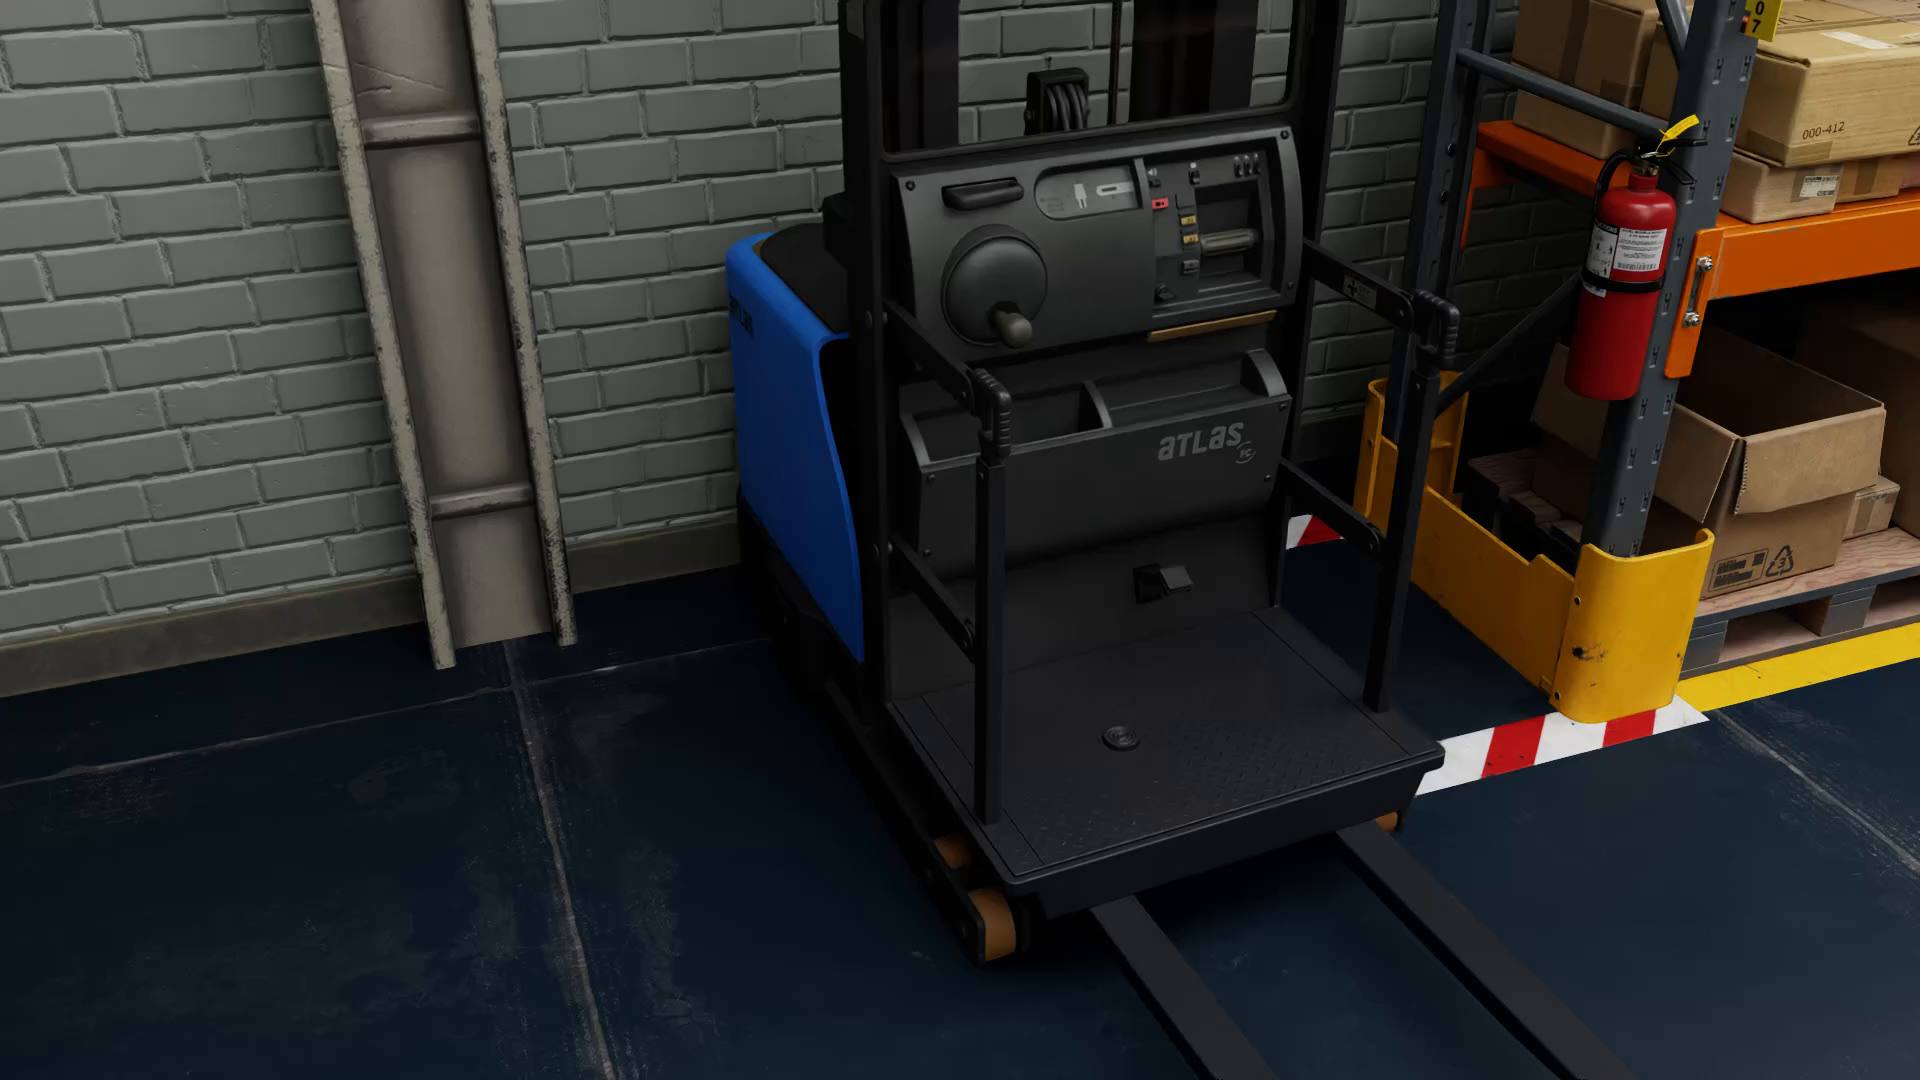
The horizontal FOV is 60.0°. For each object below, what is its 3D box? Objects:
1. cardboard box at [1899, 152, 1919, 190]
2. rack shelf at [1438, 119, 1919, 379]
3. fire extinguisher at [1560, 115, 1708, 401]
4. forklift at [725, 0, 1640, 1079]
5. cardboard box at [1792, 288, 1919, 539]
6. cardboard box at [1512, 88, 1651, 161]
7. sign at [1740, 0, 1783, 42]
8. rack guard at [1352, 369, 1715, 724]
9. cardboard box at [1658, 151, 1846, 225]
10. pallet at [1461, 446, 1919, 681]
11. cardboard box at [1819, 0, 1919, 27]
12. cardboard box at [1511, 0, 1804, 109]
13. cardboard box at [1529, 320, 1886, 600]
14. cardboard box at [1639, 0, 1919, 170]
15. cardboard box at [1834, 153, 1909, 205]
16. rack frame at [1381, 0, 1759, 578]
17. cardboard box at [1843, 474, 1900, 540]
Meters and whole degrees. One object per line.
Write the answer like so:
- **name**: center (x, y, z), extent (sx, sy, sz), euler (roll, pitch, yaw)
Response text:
- **cardboard box**: center (2.376, -1.042, 4.303), extent (0.250, 0.149, 0.380), euler (-11, 31, -18)
- **rack shelf**: center (3.390, -1.128, 4.926), extent (4.000, 0.370, 1.077), euler (-10, 31, -18)
- **fire extinguisher**: center (1.539, -0.660, 3.833), extent (0.183, 0.674, 0.296), euler (-10, 31, -18)
- **forklift**: center (0.401, -0.597, 3.336), extent (1.130, 2.935, 3.031), euler (-12, 32, -21)
- **cardboard box**: center (2.937, -0.383, 4.993), extent (0.500, 0.500, 0.700), euler (-9, 31, -16)
- **cardboard box**: center (1.733, -1.168, 4.523), extent (0.250, 0.149, 0.380), euler (-11, 31, -18)
- **sign**: center (1.705, -1.220, 3.486), extent (0.005, 0.325, 0.100), euler (-10, 31, -18)
- **rack guard**: center (1.587, -0.022, 4.784), extent (0.348, 0.500, 1.175), euler (-10, 31, -18)
- **cardboard box**: center (1.919, -0.916, 4.081), extent (0.250, 0.149, 0.380), euler (-11, 31, -18)
- **pallet**: center (2.334, -0.035, 5.098), extent (1.213, 0.211, 1.003), euler (-10, 31, -18)
- **cardboard box**: center (2.507, -1.200, 4.177), extent (0.500, 0.250, 0.500), euler (-10, 31, -17)
- **cardboard box**: center (1.854, -1.362, 4.461), extent (0.500, 0.250, 0.500), euler (-10, 31, -16)
- **cardboard box**: center (2.122, -0.255, 4.764), extent (0.637, 0.503, 0.797), euler (-12, 32, -20)
- **cardboard box**: center (2.035, -1.113, 4.024), extent (0.500, 0.250, 0.500), euler (-10, 31, -17)
- **cardboard box**: center (2.141, -0.981, 4.195), extent (0.250, 0.149, 0.380), euler (-10, 31, -16)
- **rack frame**: center (1.516, -1.095, 4.142), extent (0.127, 3.000, 1.000), euler (-10, 31, -18)
- **cardboard box**: center (2.534, -0.156, 4.949), extent (0.250, 0.149, 0.380), euler (-12, 32, -20)
